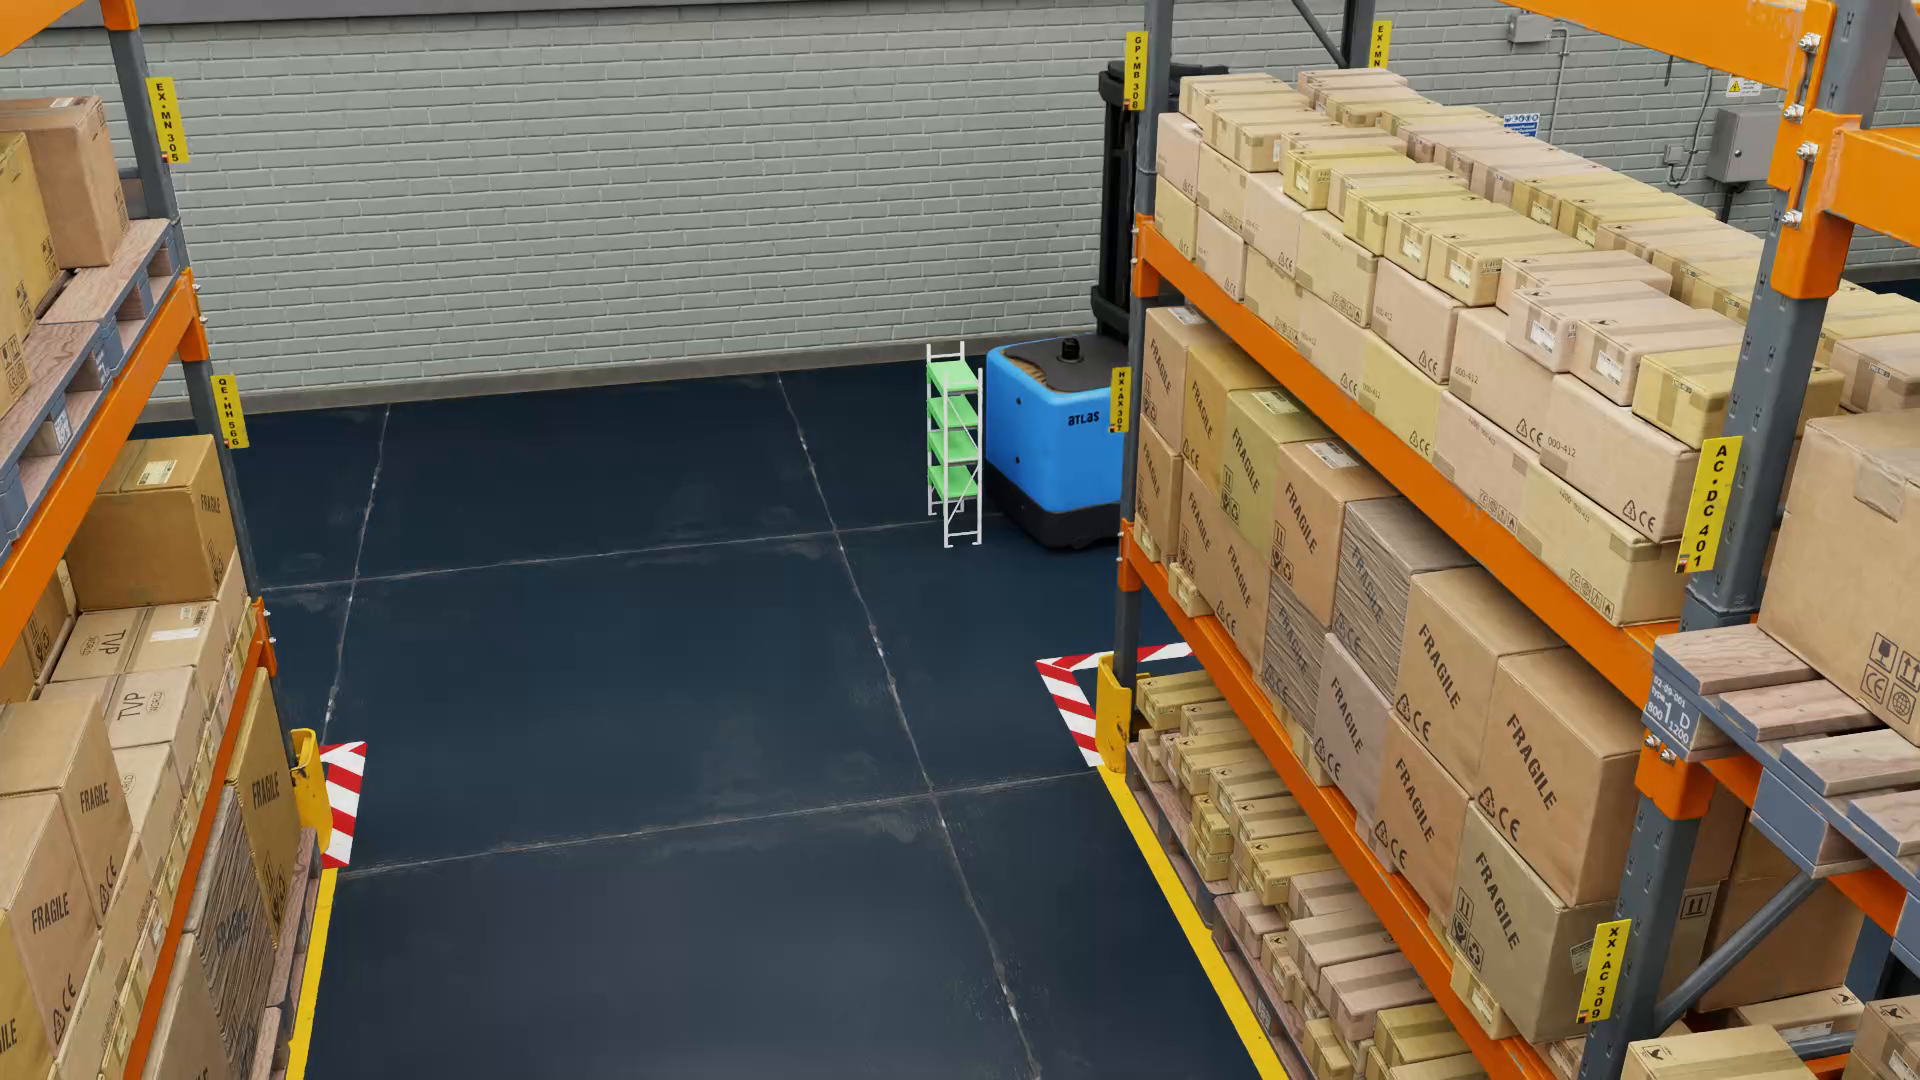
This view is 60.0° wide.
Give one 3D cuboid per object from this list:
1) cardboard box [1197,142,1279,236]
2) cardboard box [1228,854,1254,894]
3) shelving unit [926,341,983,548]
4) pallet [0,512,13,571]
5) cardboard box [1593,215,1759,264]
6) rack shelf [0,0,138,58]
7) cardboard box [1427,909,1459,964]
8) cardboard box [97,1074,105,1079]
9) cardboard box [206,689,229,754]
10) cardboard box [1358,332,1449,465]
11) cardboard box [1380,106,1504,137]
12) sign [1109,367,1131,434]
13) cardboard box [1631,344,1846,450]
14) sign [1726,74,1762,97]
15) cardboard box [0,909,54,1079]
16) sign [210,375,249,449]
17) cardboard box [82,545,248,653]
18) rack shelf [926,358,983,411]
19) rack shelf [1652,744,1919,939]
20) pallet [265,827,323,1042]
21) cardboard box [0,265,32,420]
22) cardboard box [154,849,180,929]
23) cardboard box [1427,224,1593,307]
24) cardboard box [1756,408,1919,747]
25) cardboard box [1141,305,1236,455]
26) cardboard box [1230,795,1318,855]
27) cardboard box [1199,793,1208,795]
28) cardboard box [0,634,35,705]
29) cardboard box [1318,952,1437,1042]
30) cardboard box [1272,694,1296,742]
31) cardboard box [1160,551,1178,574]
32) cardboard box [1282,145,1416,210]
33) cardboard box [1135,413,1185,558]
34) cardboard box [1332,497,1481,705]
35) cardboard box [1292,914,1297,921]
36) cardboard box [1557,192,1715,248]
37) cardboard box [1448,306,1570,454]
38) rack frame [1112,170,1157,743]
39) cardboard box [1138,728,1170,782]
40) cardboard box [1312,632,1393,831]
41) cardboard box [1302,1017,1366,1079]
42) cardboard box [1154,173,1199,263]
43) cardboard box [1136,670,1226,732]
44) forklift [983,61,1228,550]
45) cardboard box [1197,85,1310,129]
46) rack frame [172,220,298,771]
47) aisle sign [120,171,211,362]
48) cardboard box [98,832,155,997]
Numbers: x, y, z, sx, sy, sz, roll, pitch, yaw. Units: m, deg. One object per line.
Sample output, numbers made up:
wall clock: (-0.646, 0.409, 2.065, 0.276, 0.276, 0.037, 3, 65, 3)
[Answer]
cardboard box: (1.243, -1.367, 6.412, 0.500, 0.250, 0.500, -6, 27, -12)
cardboard box: (1.388, 1.468, 7.210, 0.380, 0.149, 0.250, -6, 27, -11)
shelving unit: (-0.037, -0.608, 10.624, 0.258, 1.200, 0.503, -6, 27, -12)
pallet: (-2.849, 0.236, 3.724, 1.003, 0.211, 1.213, -6, 27, -12)
cardboard box: (2.118, -0.847, 4.939, 0.380, 0.149, 0.250, -7, 28, -13)
rack shelf: (-3.126, -1.161, 4.306, 1.077, 0.370, 4.000, -6, 27, -12)
cardboard box: (1.722, 1.221, 5.280, 0.380, 0.149, 0.250, -5, 27, -10)
cardboard box: (-2.537, 1.613, 4.504, 0.380, 0.149, 0.250, -5, 27, -10)
cardboard box: (-3.004, 0.709, 6.295, 0.380, 0.149, 0.250, -5, 27, -11)
cardboard box: (1.590, -0.467, 5.184, 0.500, 0.250, 0.500, -6, 27, -12)
cardboard box: (1.824, -1.541, 6.315, 0.380, 0.149, 0.250, -6, 27, -11)
sign: (0.750, -0.651, 7.750, 0.100, 0.325, 0.005, -6, 27, -12)
cardboard box: (1.843, -0.347, 3.948, 0.380, 0.149, 0.250, -7, 28, -14)
sign: (6.764, -3.943, 14.317, 0.339, 0.242, 0.001, -6, 27, -12)
cardboard box: (-2.534, 1.259, 3.932, 0.500, 0.500, 0.500, -6, 27, -12)
sign: (-3.045, -0.532, 6.928, 0.100, 0.325, 0.005, -6, 27, -12)
cardboard box: (-3.209, 0.259, 6.743, 0.500, 0.250, 0.500, -6, 27, -12)
rack shelf: (-0.037, -0.980, 10.436, 0.258, 0.148, 0.480, -6, 27, -12)
rack shelf: (2.631, 1.296, 2.322, 1.077, 0.370, 4.000, -6, 27, -12)
pallet: (-3.320, 1.727, 7.093, 1.003, 0.211, 1.213, -6, 27, -12)
cardboard box: (-3.006, -0.538, 4.471, 0.700, 0.500, 0.500, -5, 27, -9)
cardboard box: (-2.770, 1.160, 5.402, 0.380, 0.149, 0.250, -7, 28, -13)
cardboard box: (1.601, -0.804, 4.853, 0.380, 0.149, 0.250, -7, 28, -14)
cardboard box: (2.159, 0.042, 3.431, 0.700, 0.500, 0.500, -6, 27, -12)
cardboard box: (1.121, -0.720, 7.296, 0.500, 0.500, 0.500, -6, 27, -12)
cardboard box: (1.367, 1.220, 7.042, 0.380, 0.149, 0.250, -5, 27, -10)
cardboard box: (1.295, 1.113, 7.584, 0.380, 0.149, 0.250, -6, 27, -11)
cardboard box: (-3.496, 0.423, 5.586, 0.500, 0.500, 0.500, -7, 28, -13)
cardboard box: (1.554, 1.678, 6.134, 0.380, 0.149, 0.250, -7, 28, -14)
cardboard box: (1.434, 0.647, 6.417, 0.380, 0.149, 0.250, -5, 27, -10)
cardboard box: (1.130, 0.075, 7.551, 0.380, 0.149, 0.250, -5, 27, -10)
cardboard box: (1.342, -1.253, 5.744, 0.380, 0.149, 0.250, -5, 27, -10)
cardboard box: (1.111, -0.272, 7.519, 0.500, 0.500, 0.500, -5, 27, -9)
cardboard box: (1.588, 0.181, 5.512, 0.500, 0.500, 0.500, -5, 27, -10)
cardboard box: (1.552, 1.578, 6.662, 0.380, 0.149, 0.250, -5, 27, -9)
cardboard box: (2.101, -0.971, 5.186, 0.380, 0.149, 0.250, -5, 27, -9)
cardboard box: (1.723, -0.466, 4.626, 0.500, 0.250, 0.500, -7, 28, -14)
rack frame: (1.279, -0.320, 8.055, 1.000, 3.000, 0.127, -6, 27, -12)
cardboard box: (1.085, 1.028, 8.082, 0.380, 0.149, 0.250, -5, 27, -11)
cardboard box: (1.569, 0.629, 5.735, 0.500, 0.500, 0.500, -6, 27, -12)
cardboard box: (1.527, 1.929, 6.296, 0.380, 0.149, 0.250, -6, 27, -12)
cardboard box: (1.131, -1.369, 6.971, 0.500, 0.250, 0.500, -5, 27, -10)
cardboard box: (1.066, 0.764, 7.944, 0.380, 0.149, 0.250, -7, 28, -14)
forklift: (1.720, -1.679, 10.823, 3.031, 2.935, 1.130, -11, 29, -22)
cardboard box: (1.170, -1.714, 6.657, 0.380, 0.149, 0.250, -5, 27, -10)
rack frame: (-3.576, 0.139, 7.145, 1.000, 3.000, 0.127, -6, 27, -12)
aisle sign: (-3.300, -1.083, 6.682, 0.394, 0.787, 0.004, -6, 27, -12)
cardboard box: (-2.755, 1.151, 4.977, 0.500, 0.250, 0.500, -5, 27, -10)
